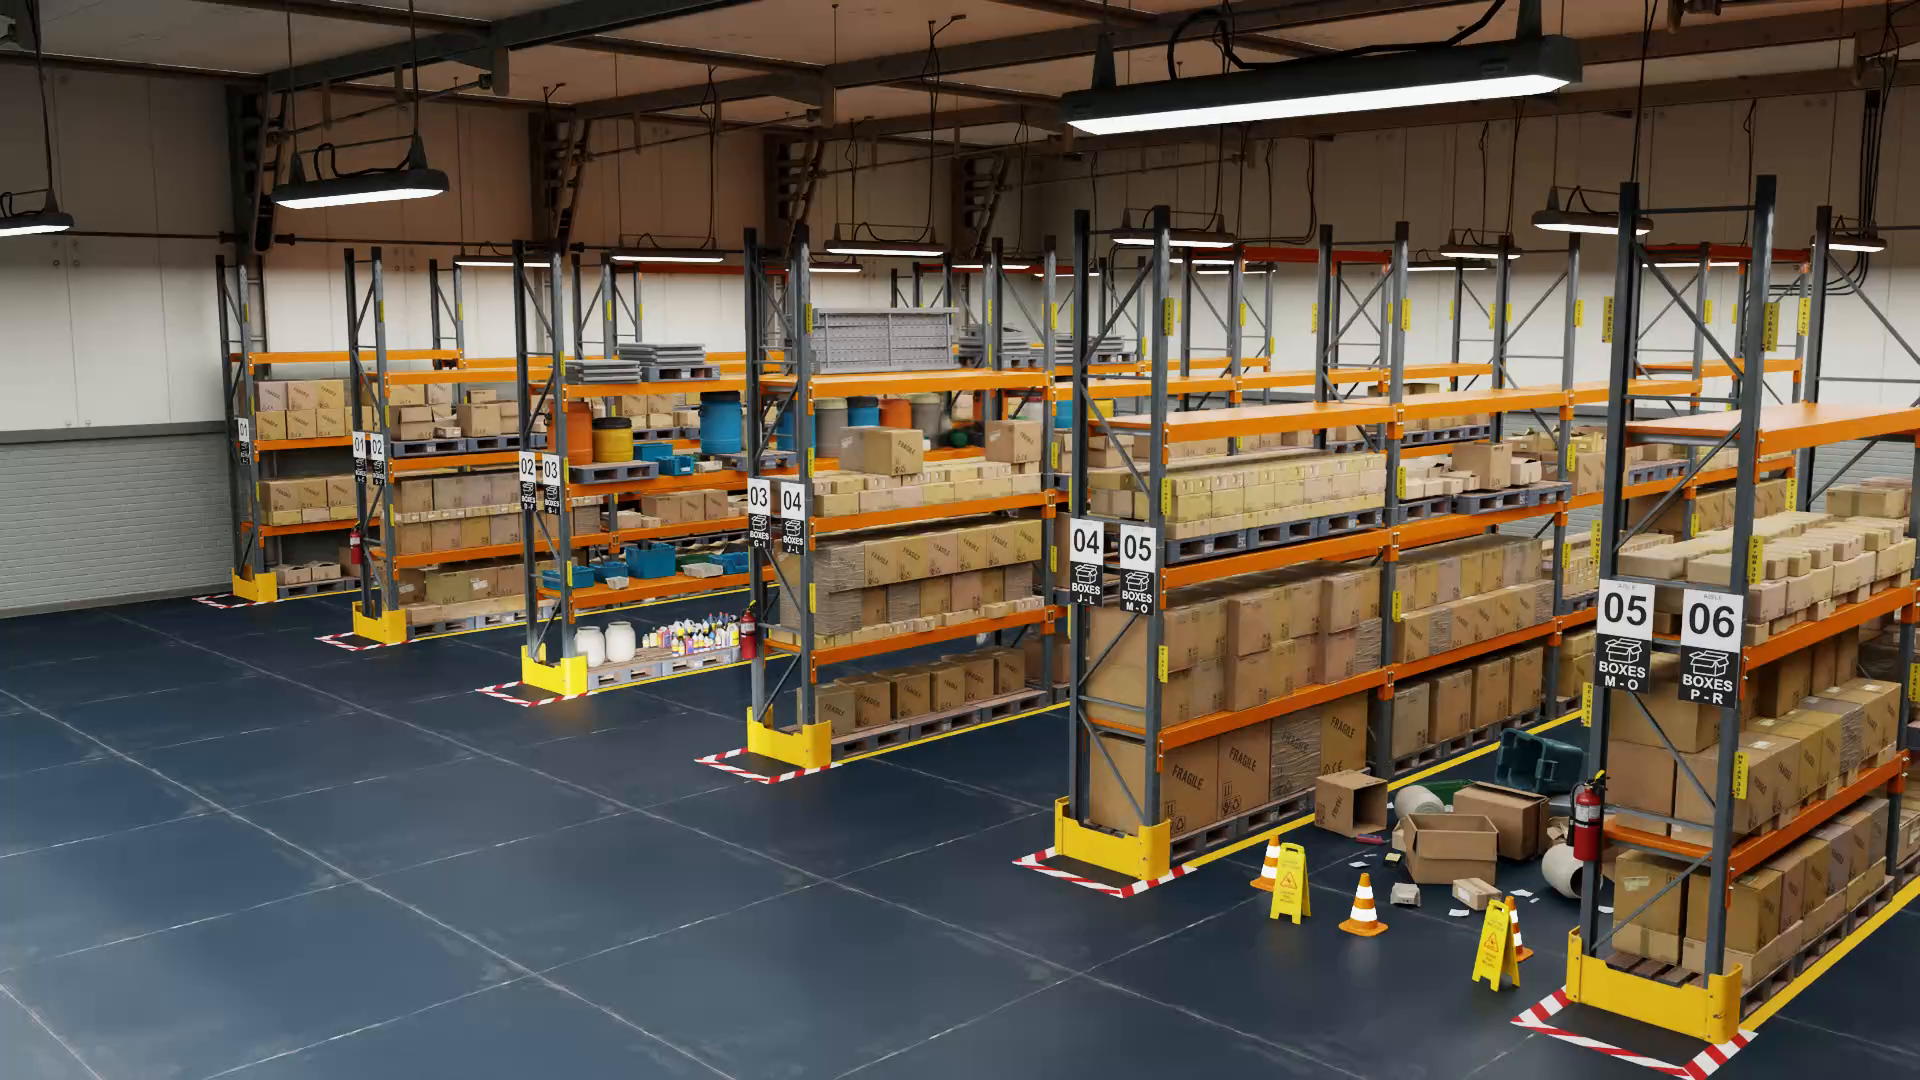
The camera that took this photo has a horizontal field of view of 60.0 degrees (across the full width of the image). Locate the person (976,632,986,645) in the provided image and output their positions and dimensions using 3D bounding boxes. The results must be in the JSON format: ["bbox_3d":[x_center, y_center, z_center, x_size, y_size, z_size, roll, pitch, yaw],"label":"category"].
[{"bbox_3d":[0.238,0.576,24.359,0.689,1.877,0.780,6,10,37],"label":"person"}]

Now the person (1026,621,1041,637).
[{"bbox_3d":[1.021,0.621,24.179,0.671,1.895,0.725,8,11,44],"label":"person"}]
